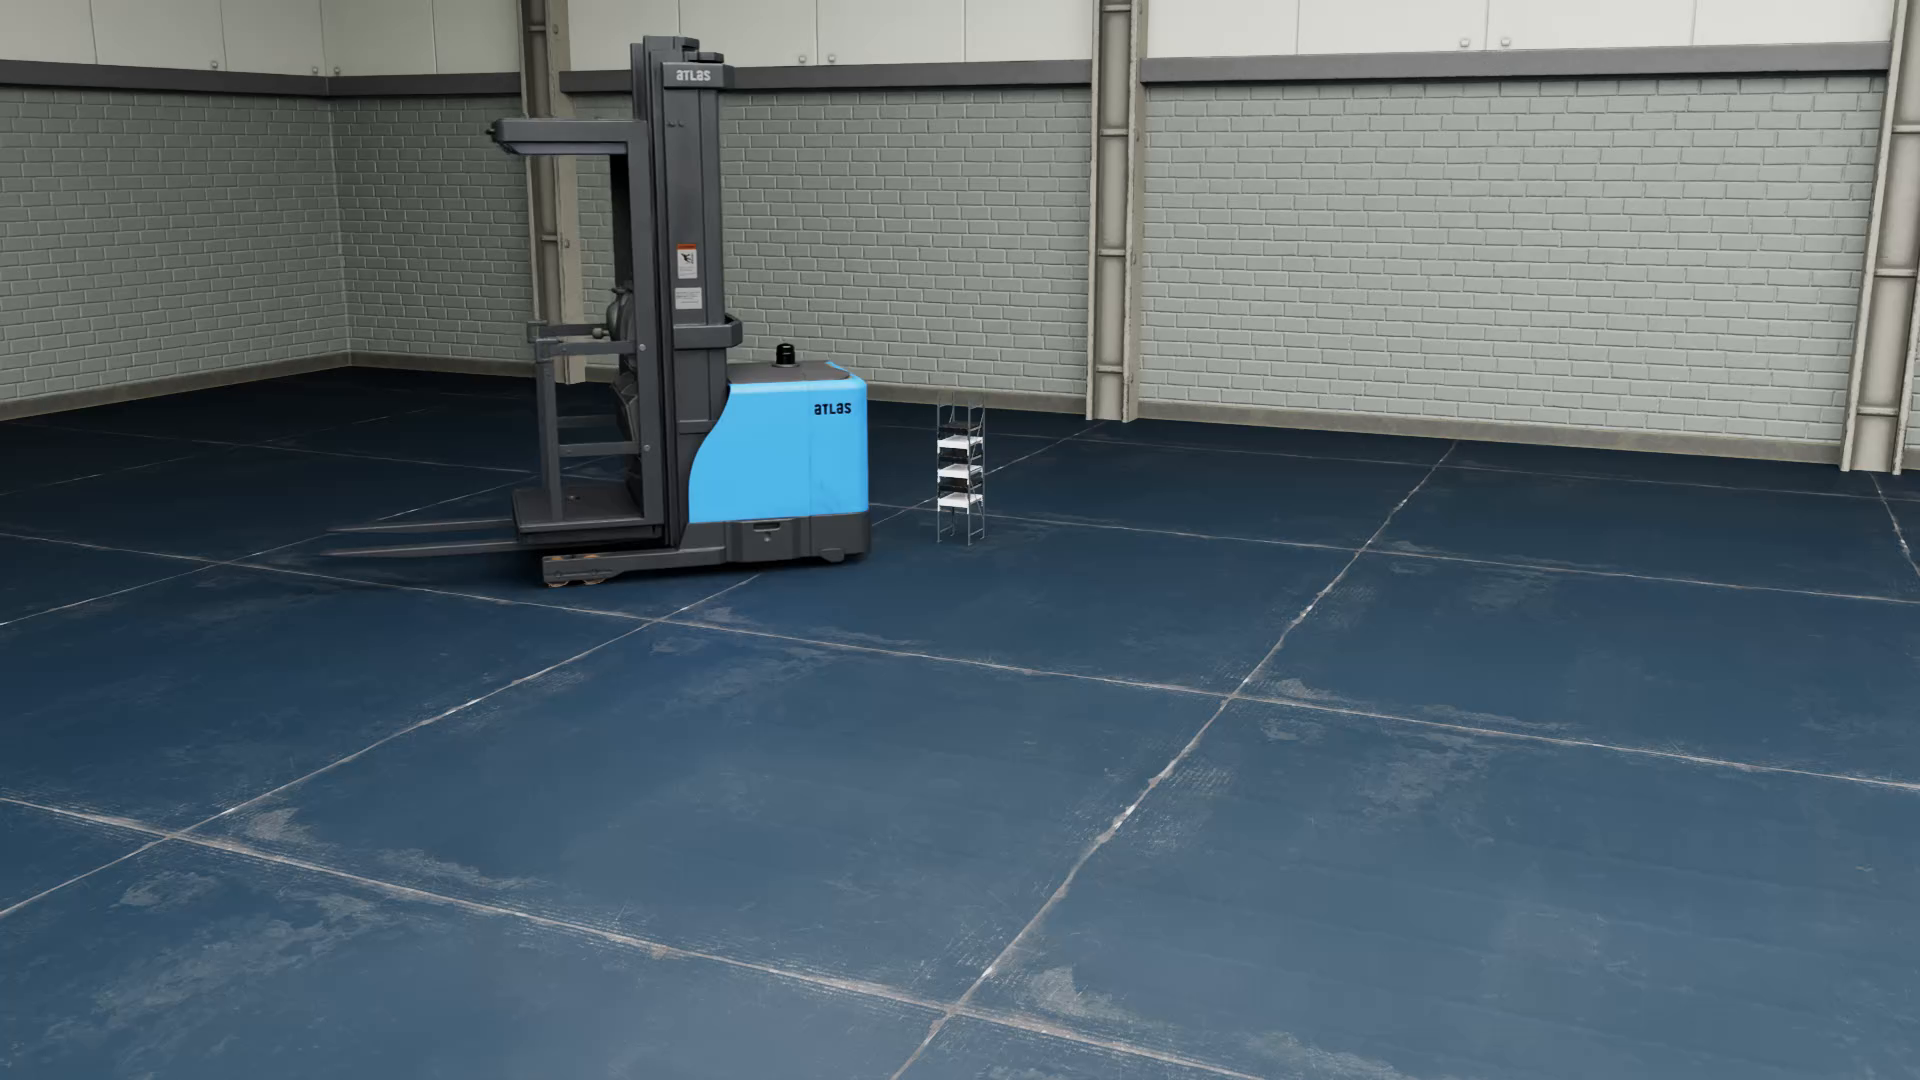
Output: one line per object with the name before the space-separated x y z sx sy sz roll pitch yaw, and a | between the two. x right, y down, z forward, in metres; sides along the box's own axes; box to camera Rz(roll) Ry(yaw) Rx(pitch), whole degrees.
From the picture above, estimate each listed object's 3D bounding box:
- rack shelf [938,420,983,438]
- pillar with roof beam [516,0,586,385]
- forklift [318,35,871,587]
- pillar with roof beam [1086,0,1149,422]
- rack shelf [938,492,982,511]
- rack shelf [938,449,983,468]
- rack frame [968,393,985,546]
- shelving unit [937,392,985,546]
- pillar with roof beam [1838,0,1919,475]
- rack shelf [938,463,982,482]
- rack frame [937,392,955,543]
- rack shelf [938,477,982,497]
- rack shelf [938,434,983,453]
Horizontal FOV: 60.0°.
rack shelf | 0.007 -0.668 10.095 0.200 0.077 0.258 6 14 23
pillar with roof beam | -5.868 -5.126 12.400 0.400 9.000 9.100 6 14 23
forklift | -2.094 -1.302 9.386 3.031 2.935 1.130 -4 14 -16
pillar with roof beam | -0.382 -4.570 10.034 0.400 9.000 9.100 6 14 23
rack shelf | 0.007 -0.230 10.198 0.200 0.077 0.258 6 14 23
rack shelf | 0.007 -0.493 10.136 0.200 0.077 0.258 6 14 23
rack frame | 0.100 -0.428 10.109 0.006 0.900 0.240 6 14 23
shelving unit | 0.007 -0.437 10.149 0.210 0.900 0.258 6 14 23
pillar with roof beam | 5.104 -4.015 7.668 0.400 9.000 9.100 6 14 23
rack shelf | 0.007 -0.405 10.156 0.200 0.077 0.258 6 14 23
rack frame | -0.086 -0.447 10.189 0.006 0.900 0.240 6 14 23
rack shelf | 0.007 -0.317 10.177 0.200 0.077 0.258 6 14 23
rack shelf | 0.007 -0.580 10.115 0.200 0.077 0.258 6 14 23
